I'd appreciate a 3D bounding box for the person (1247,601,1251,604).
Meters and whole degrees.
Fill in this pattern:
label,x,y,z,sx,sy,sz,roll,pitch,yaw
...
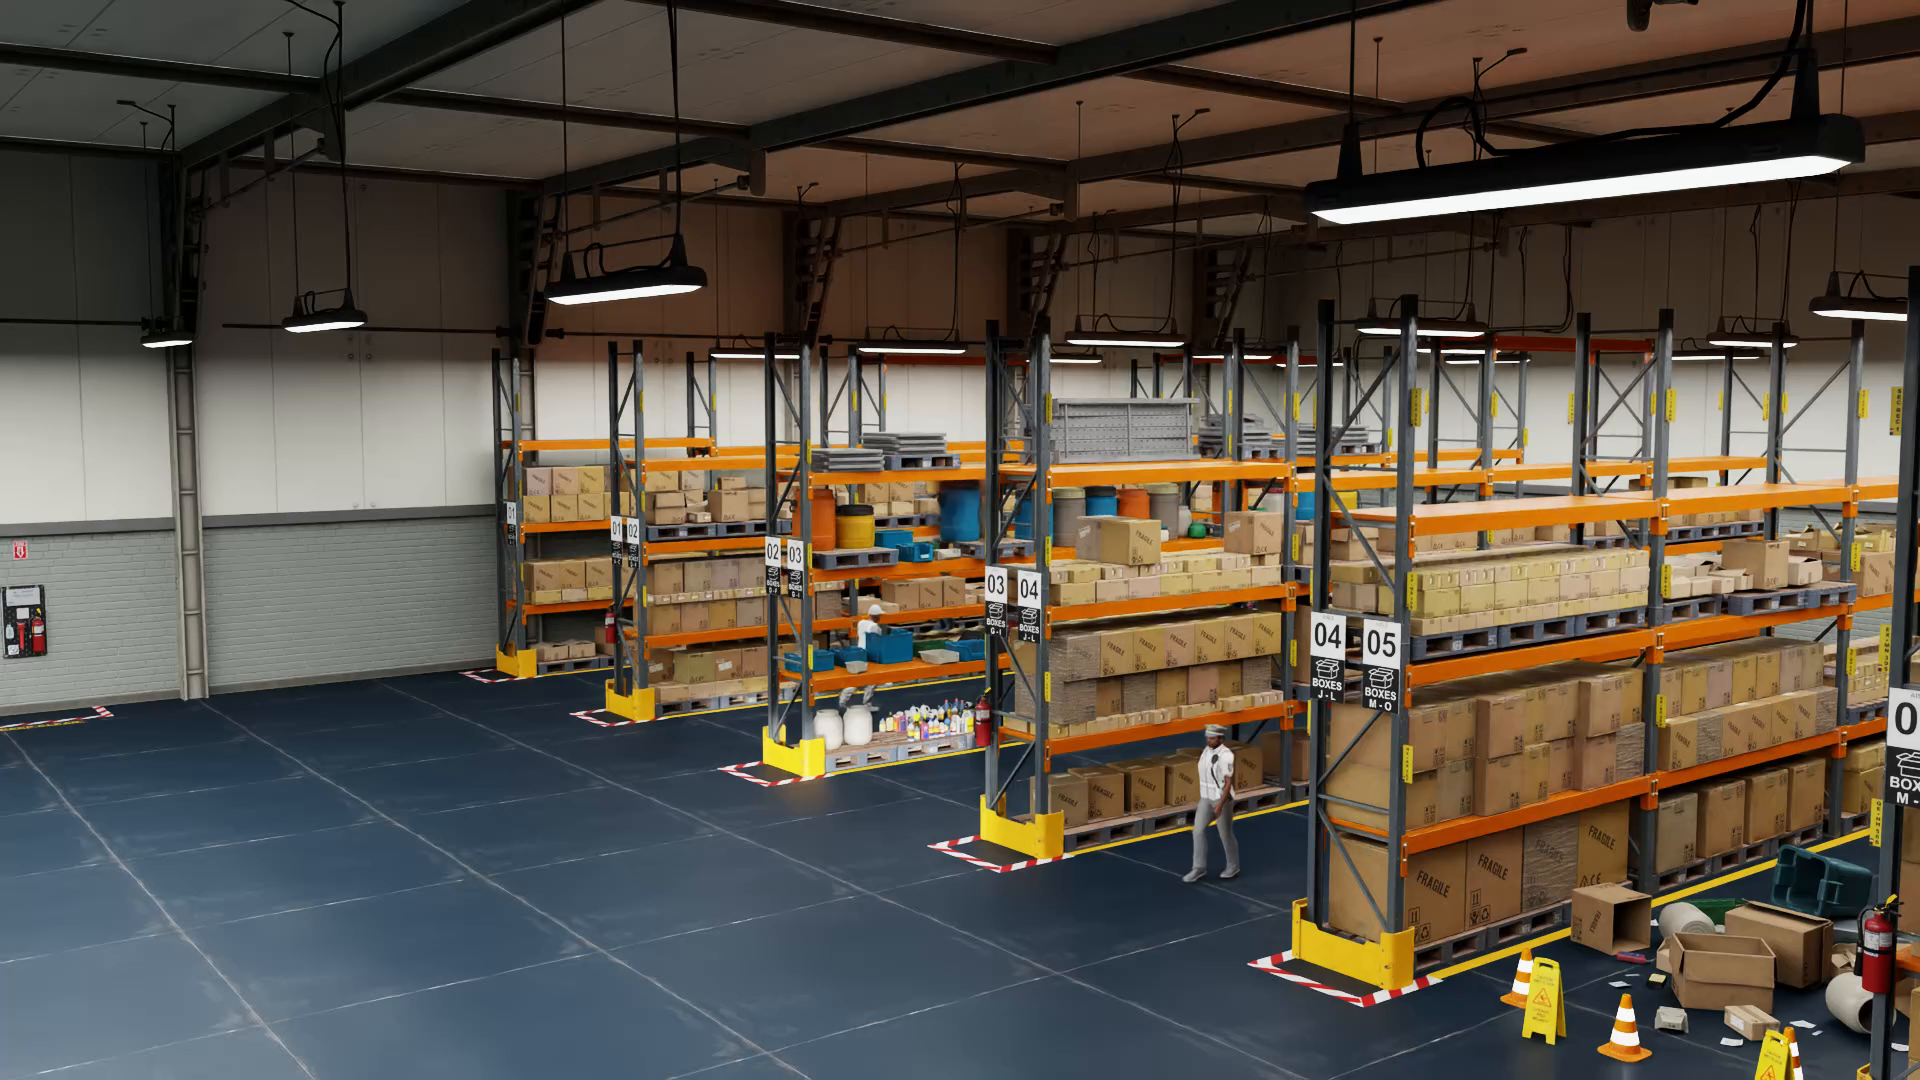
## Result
label,x,y,z,sx,sy,sz,roll,pitch,yaw
person,6.924,0.978,38.633,0.972,1.540,0.439,-4,6,-38

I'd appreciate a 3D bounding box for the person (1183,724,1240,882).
label,x,y,z,sx,sy,sz,roll,pitch,yaw
person,2.698,2.787,17.702,0.649,1.694,0.507,-4,6,-35

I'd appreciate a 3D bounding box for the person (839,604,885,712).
label,x,y,z,sx,sy,sz,roll,pitch,yaw
person,-1.574,1.926,26.925,0.722,1.760,0.630,-4,6,-36

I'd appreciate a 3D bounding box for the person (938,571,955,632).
label,x,y,z,sx,sy,sz,roll,pitch,yaw
person,-0.371,1.380,33.105,0.489,1.769,0.609,-1,5,-11
